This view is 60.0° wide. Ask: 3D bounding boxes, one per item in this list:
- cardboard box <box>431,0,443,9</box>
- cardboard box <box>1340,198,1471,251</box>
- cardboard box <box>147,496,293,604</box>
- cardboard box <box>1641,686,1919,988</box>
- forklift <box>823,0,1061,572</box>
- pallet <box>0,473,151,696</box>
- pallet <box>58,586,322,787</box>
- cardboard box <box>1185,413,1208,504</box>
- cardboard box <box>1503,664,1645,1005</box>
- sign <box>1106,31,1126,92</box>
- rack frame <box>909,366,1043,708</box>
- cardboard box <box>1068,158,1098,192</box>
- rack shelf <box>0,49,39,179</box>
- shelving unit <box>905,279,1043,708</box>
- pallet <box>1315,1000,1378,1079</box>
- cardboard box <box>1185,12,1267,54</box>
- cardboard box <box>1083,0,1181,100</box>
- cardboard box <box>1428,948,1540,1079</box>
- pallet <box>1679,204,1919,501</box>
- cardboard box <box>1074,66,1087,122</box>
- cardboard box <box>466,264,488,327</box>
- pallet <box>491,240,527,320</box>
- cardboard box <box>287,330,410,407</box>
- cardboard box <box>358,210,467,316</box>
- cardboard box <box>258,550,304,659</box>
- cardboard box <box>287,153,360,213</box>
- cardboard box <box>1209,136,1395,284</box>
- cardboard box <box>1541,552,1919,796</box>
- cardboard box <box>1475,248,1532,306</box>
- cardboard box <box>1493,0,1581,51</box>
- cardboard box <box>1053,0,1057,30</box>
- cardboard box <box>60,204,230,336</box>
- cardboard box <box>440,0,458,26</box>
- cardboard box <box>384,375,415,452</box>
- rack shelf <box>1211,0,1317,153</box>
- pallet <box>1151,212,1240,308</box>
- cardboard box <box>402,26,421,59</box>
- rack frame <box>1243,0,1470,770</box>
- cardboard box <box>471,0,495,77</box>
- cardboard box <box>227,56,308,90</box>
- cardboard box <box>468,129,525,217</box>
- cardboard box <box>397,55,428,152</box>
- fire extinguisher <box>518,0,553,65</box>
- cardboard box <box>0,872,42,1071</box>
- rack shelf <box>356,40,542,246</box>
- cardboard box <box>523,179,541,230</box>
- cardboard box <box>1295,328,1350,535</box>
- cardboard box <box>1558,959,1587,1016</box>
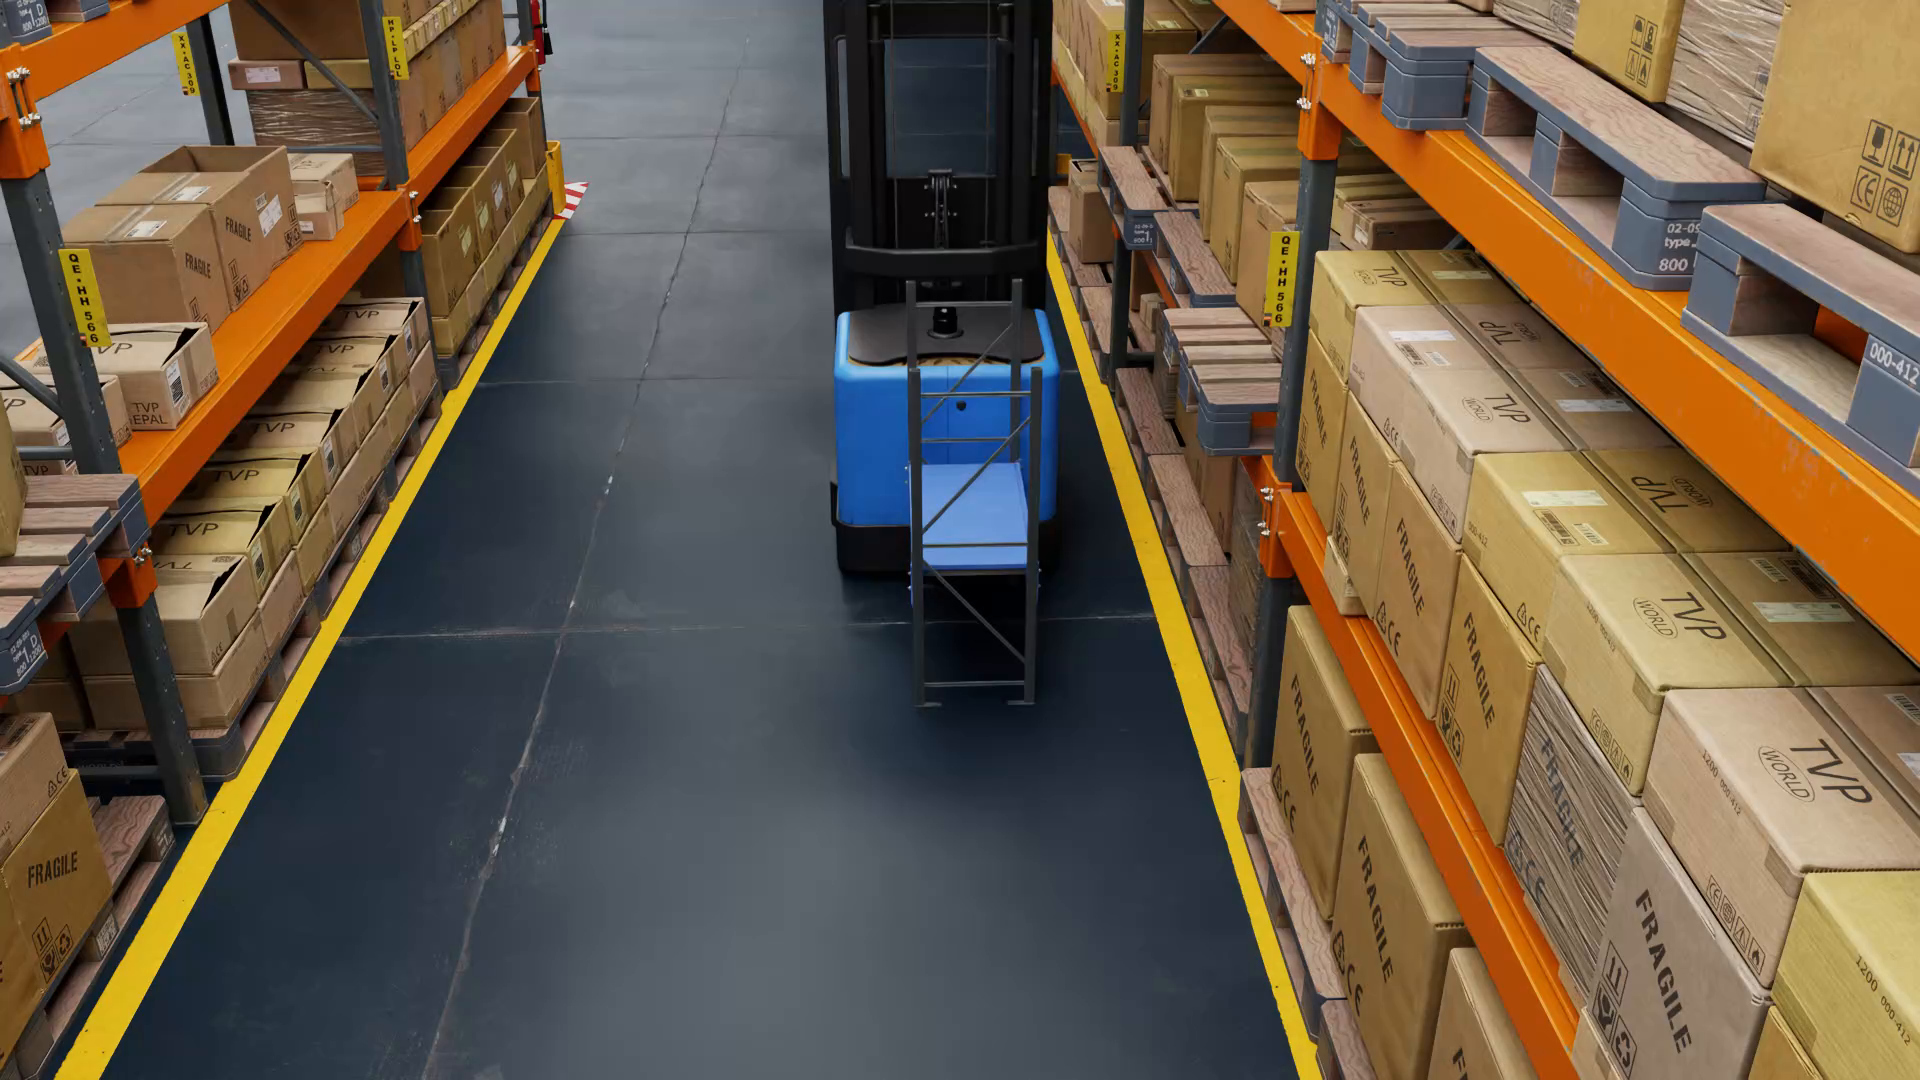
[{"bbox_3d":[-3.659,-3.643,10.480,0.700,0.500,0.500,-1,28,-3],"label":"cardboard box"},{"bbox_3d":[1.557,-1.083,5.797,0.380,0.149,0.250,-5,28,-9],"label":"cardboard box"},{"bbox_3d":[-3.112,0.017,6.887,0.500,0.311,0.500,-2,28,-4],"label":"cardboard box"},{"bbox_3d":[1.517,0.486,2.811,0.500,0.250,0.500,-1,28,-2],"label":"cardboard box"},{"bbox_3d":[-0.115,-1.794,8.520,1.130,2.935,3.031,-1,28,-2],"label":"forklift"},{"bbox_3d":[-3.237,0.120,4.983,1.213,0.211,1.003,-1,28,-3],"label":"pallet"},{"bbox_3d":[-3.346,0.579,6.911,1.003,0.211,1.213,-1,28,-3],"label":"pallet"},{"bbox_3d":[1.514,-0.518,8.226,0.700,0.500,0.500,-1,28,-2],"label":"cardboard box"},{"bbox_3d":[1.483,0.590,3.423,0.500,0.500,0.500,-1,28,-3],"label":"cardboard box"},{"bbox_3d":[0.854,-2.612,9.078,0.100,0.325,0.005,-1,28,-3],"label":"sign"},{"bbox_3d":[0.060,0.023,6.584,0.500,1.500,0.032,-1,28,-2],"label":"rack frame"},{"bbox_3d":[1.133,-2.773,12.755,0.500,0.311,0.500,-4,28,-8],"label":"cardboard box"},{"bbox_3d":[-3.238,-0.363,3.237,1.077,0.370,4.000,-1,28,-3],"label":"rack shelf"},{"bbox_3d":[0.039,-0.212,7.035,0.538,1.500,1.048,-1,28,-2],"label":"shelving unit"},{"bbox_3d":[1.631,1.767,4.634,1.003,0.211,1.213,-1,28,-3],"label":"pallet"},{"bbox_3d":[1.580,-2.741,9.592,0.500,0.500,0.500,-2,28,-4],"label":"cardboard box"},{"bbox_3d":[1.030,-2.961,10.012,0.500,0.500,0.500,-2,28,-3],"label":"cardboard box"},{"bbox_3d":[1.600,1.509,3.983,0.750,0.750,0.750,-1,28,-1],"label":"cardboard box"},{"bbox_3d":[1.716,-0.217,2.386,0.805,0.209,1.217,-2,28,-5],"label":"pallet"},{"bbox_3d":[1.009,-2.861,10.631,0.500,0.250,0.500,-2,28,-3],"label":"cardboard box"},{"bbox_3d":[-3.293,-1.543,10.484,0.500,0.250,0.500,-1,28,-3],"label":"cardboard box"},{"bbox_3d":[-3.617,-1.820,11.511,1.003,0.211,1.213,-1,28,-3],"label":"pallet"},{"bbox_3d":[-3.210,-0.919,8.681,0.500,0.311,0.500,-1,28,-1],"label":"cardboard box"},{"bbox_3d":[-3.263,-1.644,9.868,0.500,0.500,0.500,-1,28,-3],"label":"cardboard box"},{"bbox_3d":[-3.103,0.276,6.997,0.500,0.250,0.500,-2,28,-4],"label":"cardboard box"},{"bbox_3d":[-3.482,-1.830,8.678,0.500,0.250,0.500,0,28,1],"label":"cardboard box"},{"bbox_3d":[1.483,-1.428,7.161,0.700,0.500,0.500,-1,28,-3],"label":"cardboard box"},{"bbox_3d":[1.490,0.251,3.263,0.500,0.250,0.500,-1,28,-2],"label":"cardboard box"},{"bbox_3d":[1.887,-0.712,5.109,0.500,0.250,0.500,-1,28,-1],"label":"cardboard box"},{"bbox_3d":[1.767,-1.501,4.056,0.700,0.500,0.500,-3,28,-5],"label":"cardboard box"},{"bbox_3d":[0.927,-3.910,11.834,0.500,0.500,0.500,-1,28,-2],"label":"cardboard box"},{"bbox_3d":[-3.446,-1.095,6.997,0.500,0.500,0.500,-3,28,-5],"label":"cardboard box"},{"bbox_3d":[-3.467,-3.414,10.743,0.380,0.149,0.250,-2,28,-3],"label":"cardboard box"},{"bbox_3d":[-3.215,-0.672,8.814,0.500,0.250,0.500,-2,28,-3],"label":"cardboard box"},{"bbox_3d":[1.500,-2.332,7.012,1.077,0.370,4.000,-1,28,-3],"label":"rack shelf"},{"bbox_3d":[1.460,-1.225,7.563,1.003,0.211,1.213,-1,28,-3],"label":"pallet"},{"bbox_3d":[-3.415,-2.940,9.834,0.380,0.149,0.250,-2,28,-3],"label":"cardboard box"},{"bbox_3d":[1.605,-0.397,5.768,1.000,3.000,0.127,-1,28,-3],"label":"rack frame"},{"bbox_3d":[-3.716,-3.556,11.717,0.700,0.500,0.500,-1,28,-1],"label":"cardboard box"},{"bbox_3d":[-3.779,-2.576,9.135,0.380,0.149,0.250,-1,28,-3],"label":"cardboard box"},{"bbox_3d":[-3.368,-2.568,11.638,0.500,0.500,0.500,-1,28,-3],"label":"cardboard box"},{"bbox_3d":[-3.614,-2.616,9.913,0.700,0.500,0.500,-2,28,-3],"label":"cardboard box"},{"bbox_3d":[-3.302,-4.002,12.763,0.296,0.674,0.183,-1,28,-3],"label":"fire extinguisher"},{"bbox_3d":[-3.032,1.303,4.736,0.500,0.500,0.500,-2,28,-5],"label":"cardboard box"},{"bbox_3d":[-3.655,-2.728,11.014,1.077,0.370,4.000,-1,28,-3],"label":"rack shelf"},{"bbox_3d":[-3.399,-2.466,12.254,0.500,0.250,0.500,-1,28,-3],"label":"cardboard box"},{"bbox_3d":[1.374,-0.352,5.230,0.500,0.500,0.500,-1,28,-1],"label":"cardboard box"},{"bbox_3d":[1.489,0.931,3.470,0.380,0.149,0.250,-1,28,-3],"label":"cardboard box"}]
